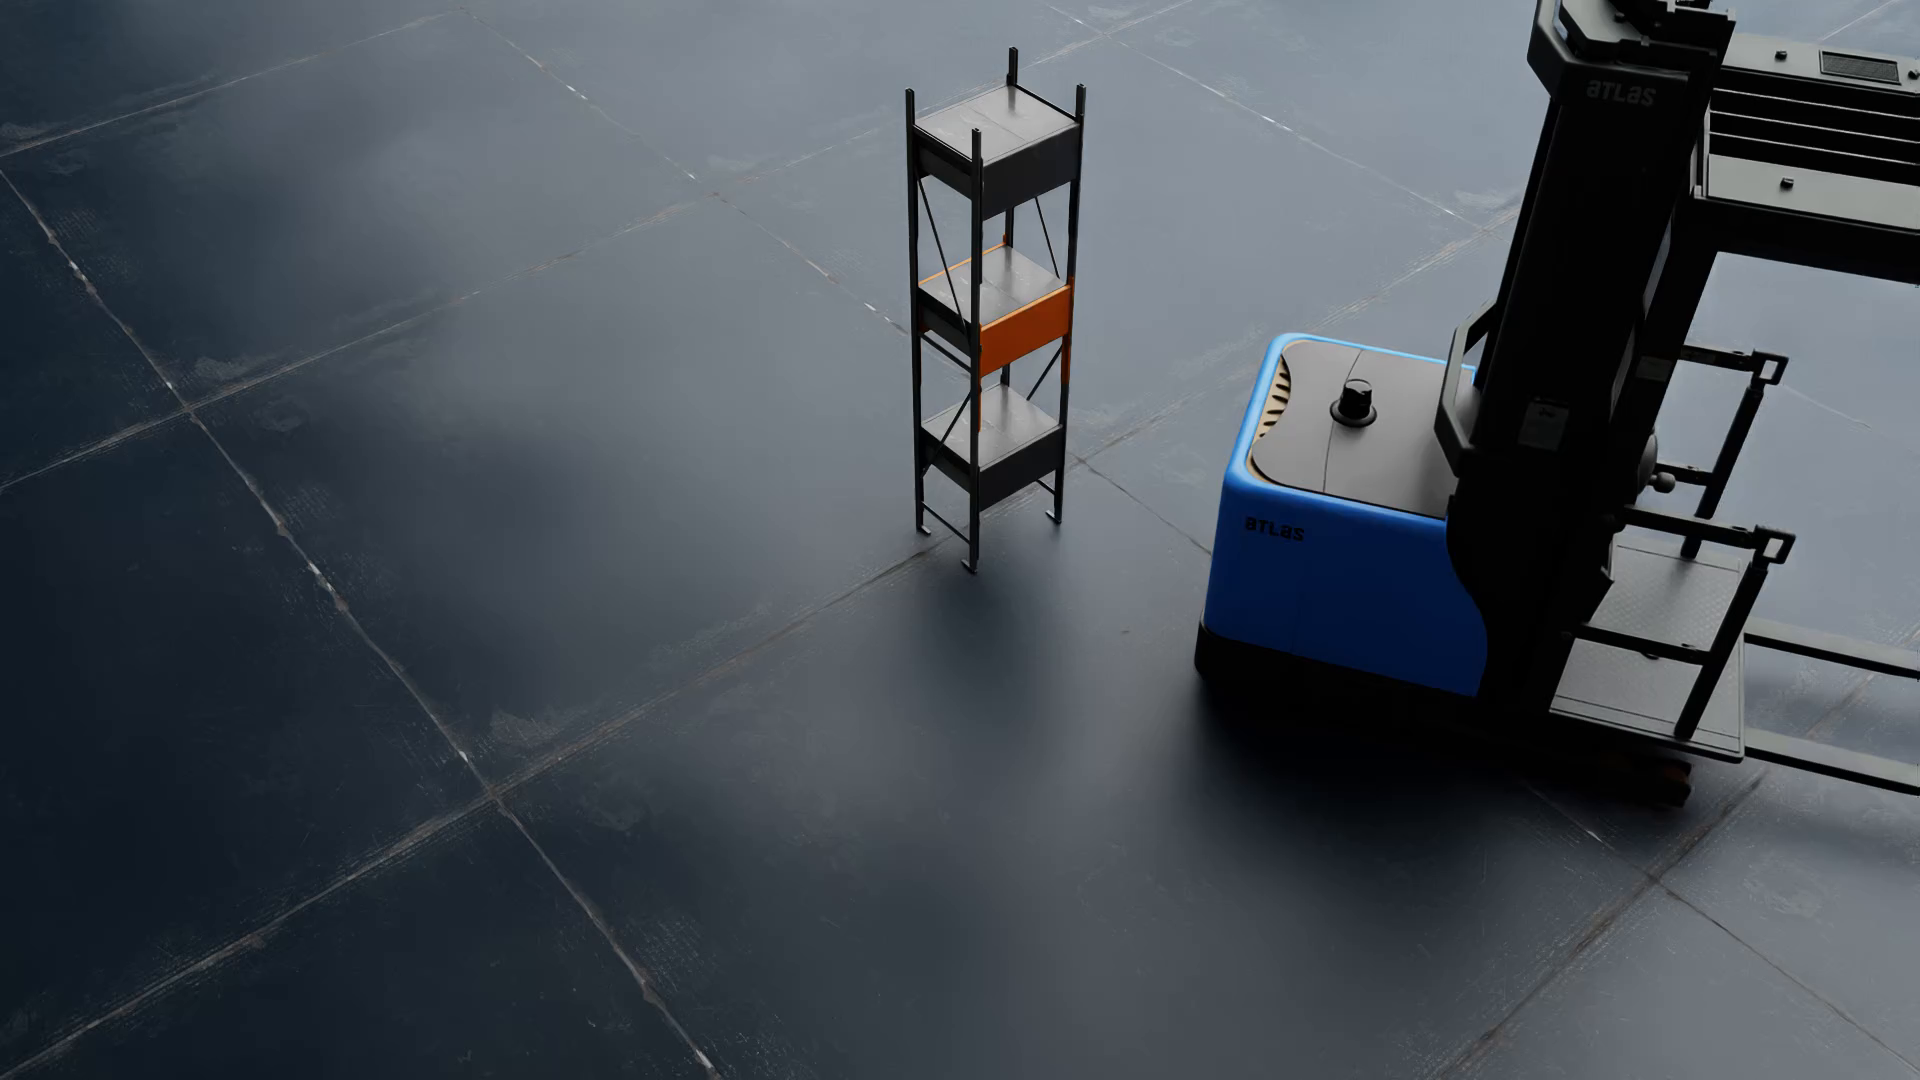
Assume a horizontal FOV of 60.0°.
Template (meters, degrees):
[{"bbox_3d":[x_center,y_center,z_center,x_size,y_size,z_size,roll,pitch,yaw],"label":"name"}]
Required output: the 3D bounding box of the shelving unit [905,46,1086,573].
[{"bbox_3d":[0.127,-0.838,6.609,0.503,2.100,0.431,-30,51,-28],"label":"shelving unit"}]

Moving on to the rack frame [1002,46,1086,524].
[{"bbox_3d":[0.314,-0.945,6.723,0.015,2.100,0.400,-30,51,-28],"label":"rack frame"}]

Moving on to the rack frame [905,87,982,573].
[{"bbox_3d":[-0.060,-0.731,6.494,0.015,2.100,0.400,-30,51,-28],"label":"rack frame"}]

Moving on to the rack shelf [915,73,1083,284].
[{"bbox_3d":[0.127,-1.338,6.139,0.480,0.518,0.431,-30,51,-28],"label":"rack shelf"}]

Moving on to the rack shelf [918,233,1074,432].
[{"bbox_3d":[0.127,-0.828,6.618,0.480,0.518,0.431,-30,51,-28],"label":"rack shelf"}]

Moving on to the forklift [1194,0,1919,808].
[{"bbox_3d":[2.507,-0.487,5.627,3.031,2.935,1.130,13,45,14],"label":"forklift"}]

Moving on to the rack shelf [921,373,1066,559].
[{"bbox_3d":[0.127,-0.318,7.097,0.480,0.518,0.431,-30,51,-28],"label":"rack shelf"}]
